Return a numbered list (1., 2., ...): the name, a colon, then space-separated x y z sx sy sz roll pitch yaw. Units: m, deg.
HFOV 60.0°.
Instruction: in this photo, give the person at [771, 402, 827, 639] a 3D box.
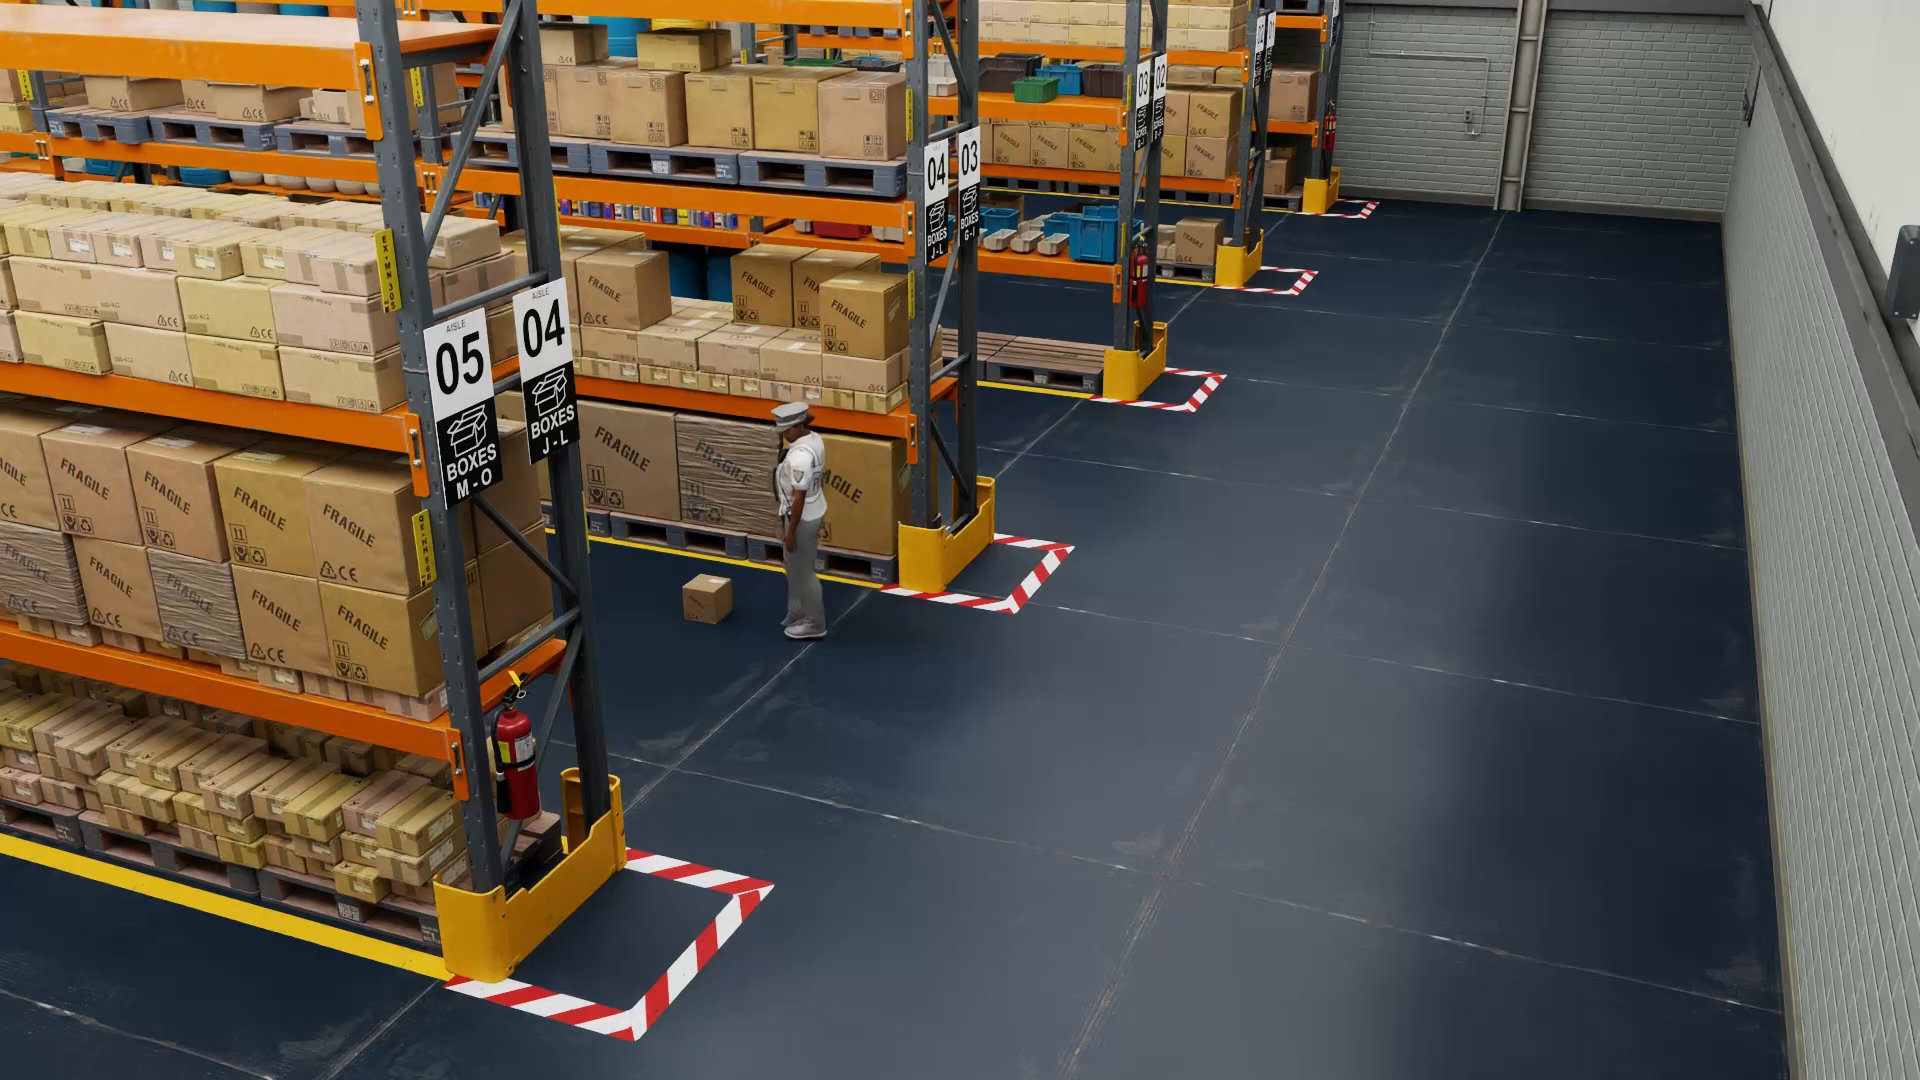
1. person: -1.104 -0.092 11.186 0.417 1.740 0.483 3 23 7
